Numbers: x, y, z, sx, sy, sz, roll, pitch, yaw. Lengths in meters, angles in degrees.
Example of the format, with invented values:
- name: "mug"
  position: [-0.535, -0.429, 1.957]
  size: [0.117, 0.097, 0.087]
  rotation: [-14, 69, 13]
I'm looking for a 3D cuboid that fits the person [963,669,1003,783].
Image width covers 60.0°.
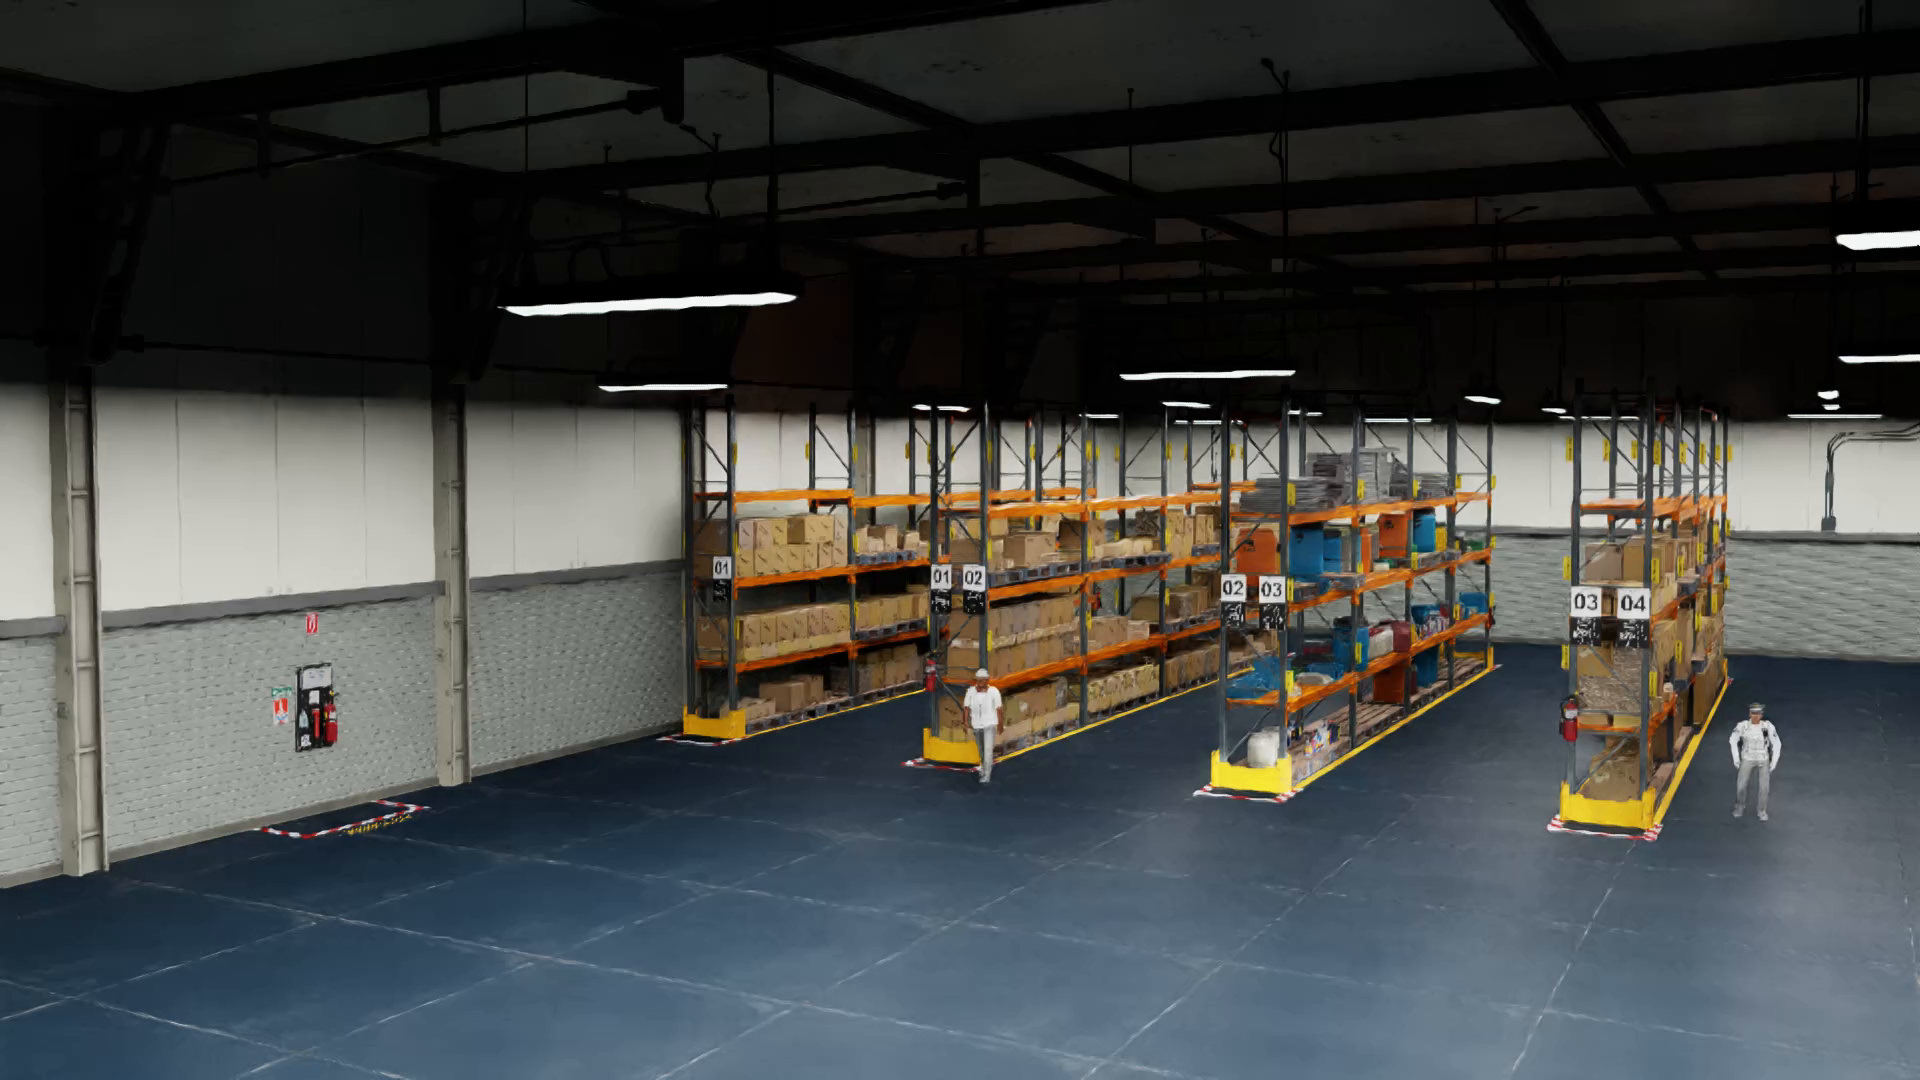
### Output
- name: "person"
  position: [0.336, 2.805, 25.334]
  size: [0.571, 1.708, 1.033]
  rotation: [1, 3, 20]

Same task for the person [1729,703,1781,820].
- name: "person"
  position: [10.827, 3.000, 22.655]
  size: [0.639, 1.632, 0.506]
  rotation: [2, 3, 27]
